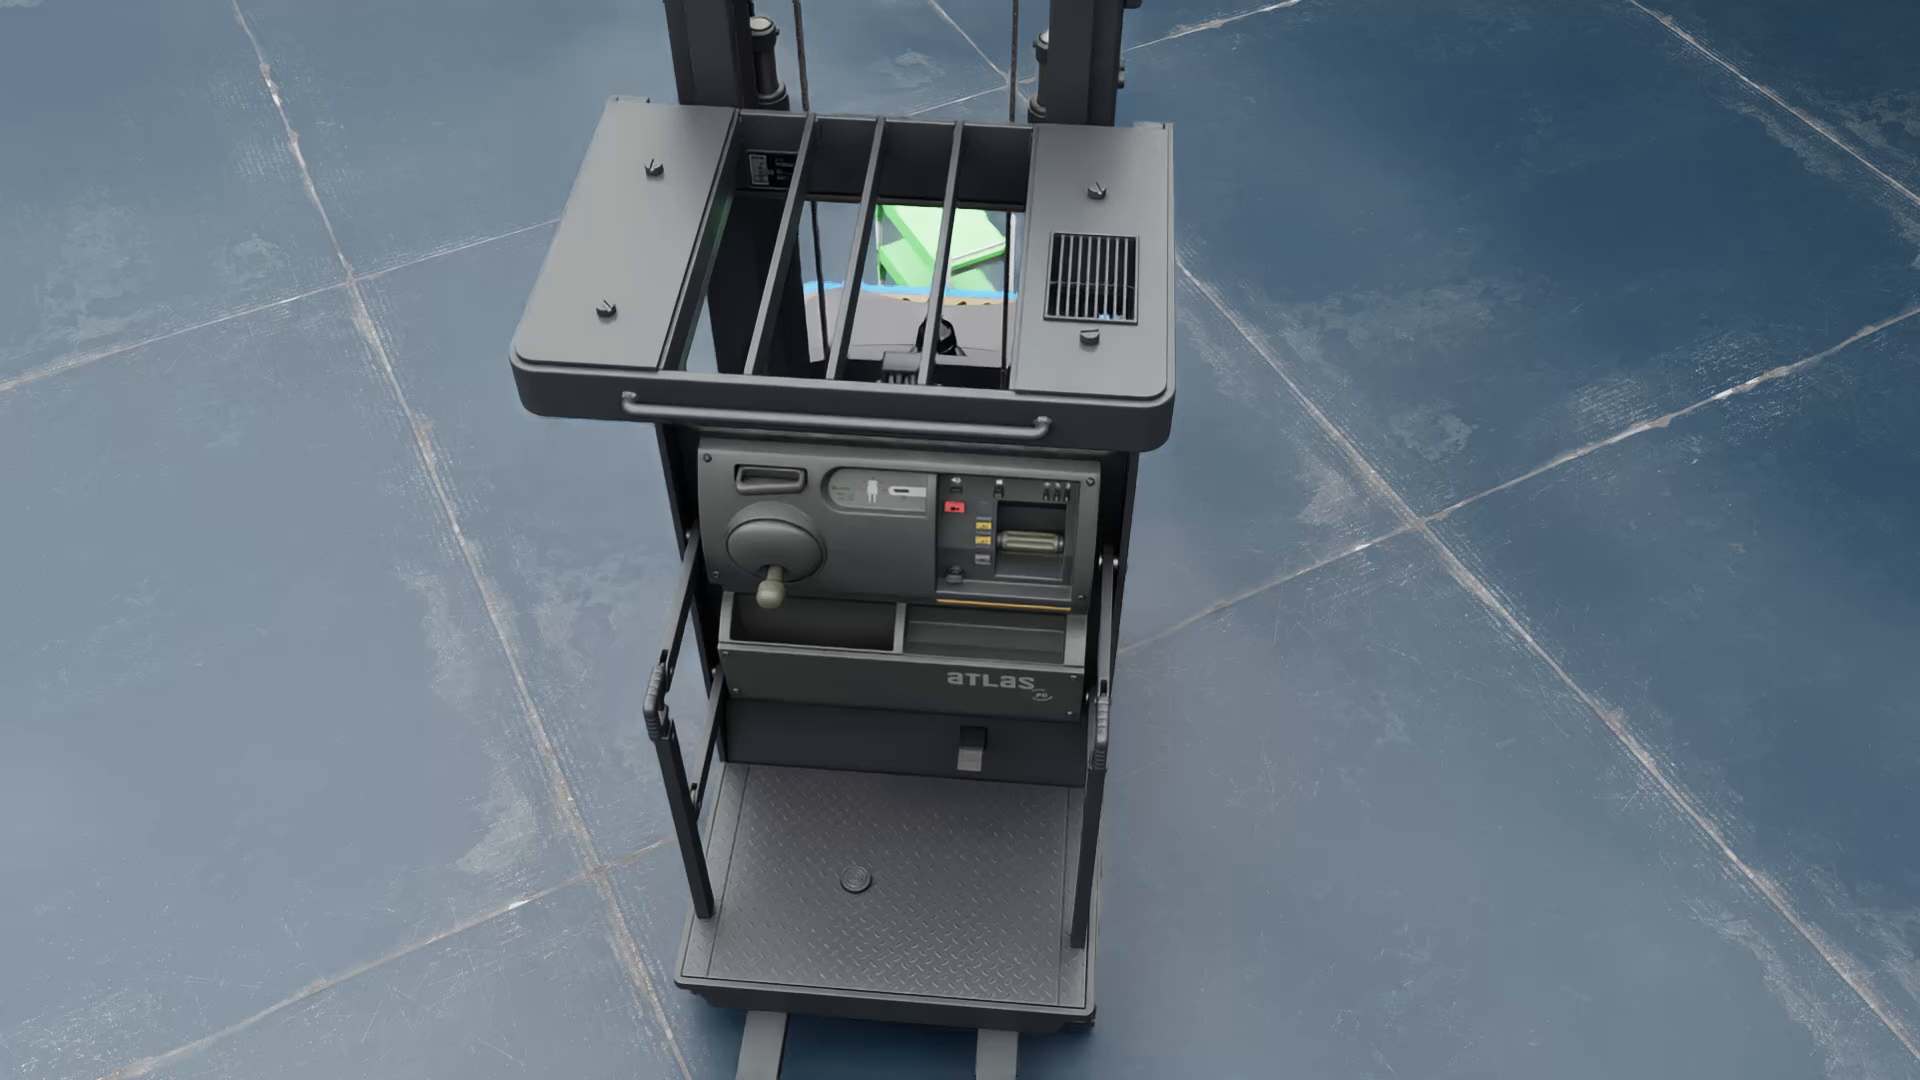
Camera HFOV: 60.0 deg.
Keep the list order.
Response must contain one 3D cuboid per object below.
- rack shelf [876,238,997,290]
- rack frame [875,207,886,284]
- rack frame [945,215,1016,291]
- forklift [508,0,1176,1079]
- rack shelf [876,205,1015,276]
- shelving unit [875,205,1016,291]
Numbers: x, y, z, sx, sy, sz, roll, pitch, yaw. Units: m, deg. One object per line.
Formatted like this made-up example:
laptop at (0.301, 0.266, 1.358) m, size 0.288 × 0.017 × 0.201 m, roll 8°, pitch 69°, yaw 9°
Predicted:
rack shelf at (-0.053, -0.817, 5.433) m, size 0.258 × 0.148 × 0.480 m, roll -21°, pitch 52°, yaw -18°
rack frame at (-0.165, -0.864, 5.709) m, size 0.240 × 1.200 × 0.015 m, roll -21°, pitch 52°, yaw -18°
rack frame at (0.058, -0.538, 5.423) m, size 0.240 × 1.200 × 0.015 m, roll -21°, pitch 52°, yaw -18°
forklift at (-0.161, 0.086, 3.727) m, size 1.130 × 2.935 × 3.031 m, roll 4°, pitch 49°, yaw 3°
rack shelf at (-0.053, -0.975, 5.253) m, size 0.258 × 0.148 × 0.480 m, roll -21°, pitch 52°, yaw -18°
shelving unit at (-0.053, -0.701, 5.566) m, size 0.258 × 1.200 × 0.503 m, roll -21°, pitch 52°, yaw -18°
